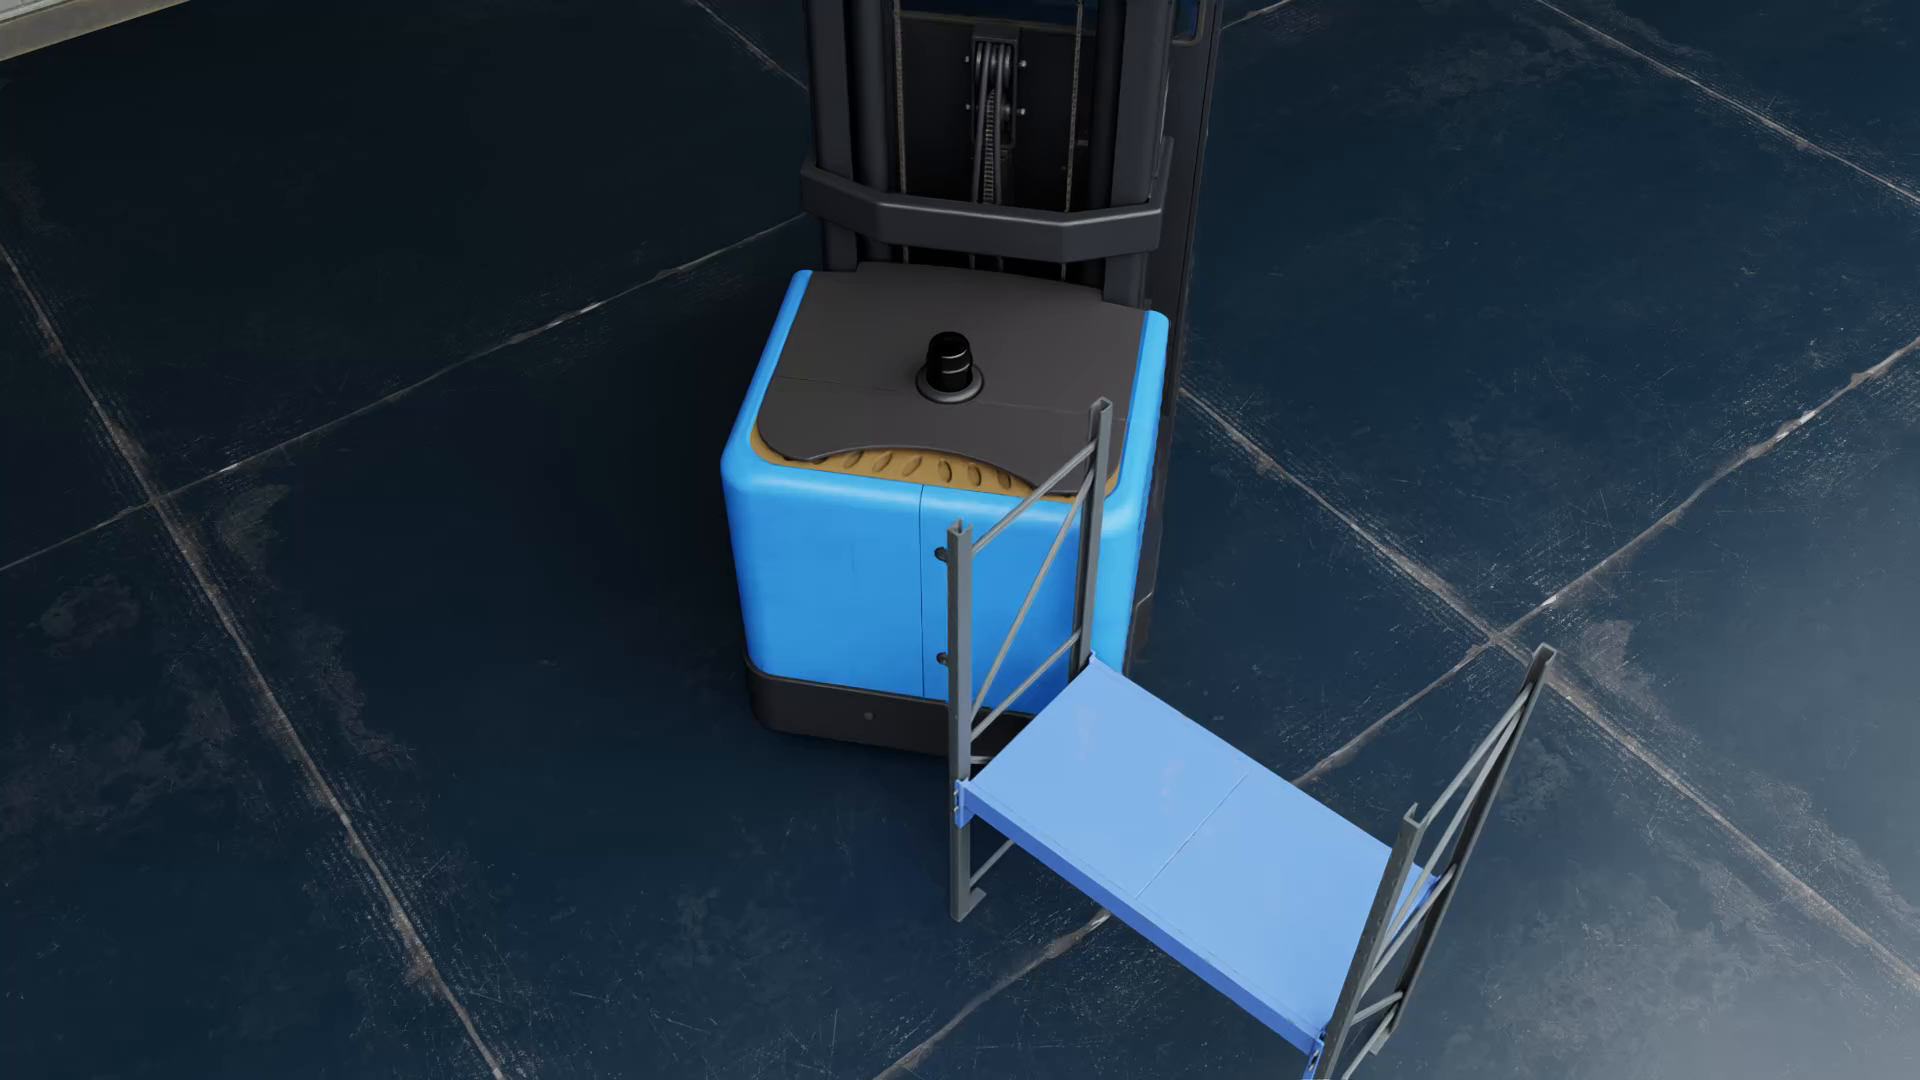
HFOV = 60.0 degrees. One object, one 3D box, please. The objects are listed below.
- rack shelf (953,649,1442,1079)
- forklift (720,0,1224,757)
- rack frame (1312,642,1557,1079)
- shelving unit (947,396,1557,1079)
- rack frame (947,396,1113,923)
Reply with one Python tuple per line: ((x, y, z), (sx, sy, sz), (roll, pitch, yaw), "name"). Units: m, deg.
((0.534, 0.715, 3.832), (1.000, 0.185, 0.538), (32, 55, 26), "rack shelf")
((0.177, -1.448, 4.584), (1.130, 2.935, 3.031), (8, 48, 7), "forklift")
((0.920, 0.839, 3.477), (0.032, 1.500, 0.500), (32, 55, 26), "rack frame")
((0.534, 0.594, 3.699), (1.048, 1.500, 0.538), (32, 55, 26), "shelving unit")
((0.148, 0.349, 3.921), (0.032, 1.500, 0.500), (32, 55, 26), "rack frame")
